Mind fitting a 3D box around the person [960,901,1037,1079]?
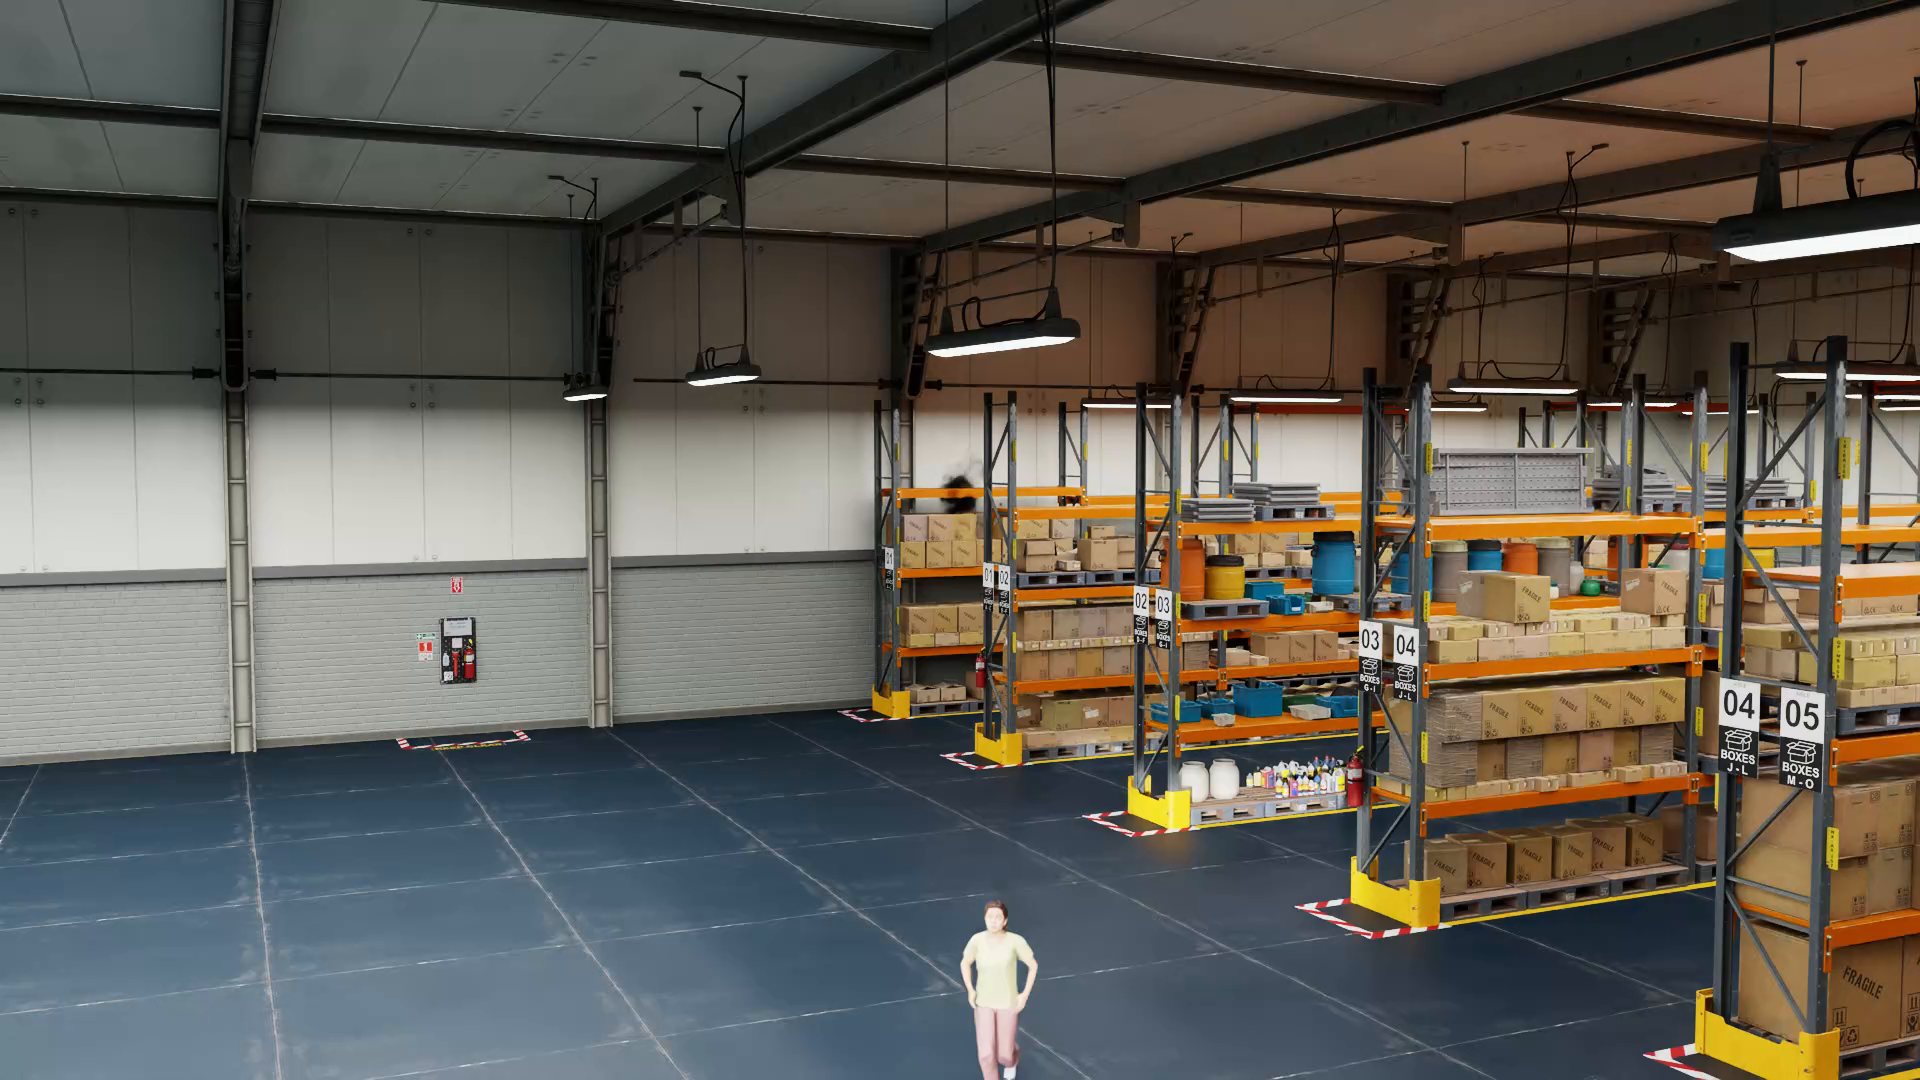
[{"bbox_3d":[0.301,3.598,12.972,0.605,1.633,0.642,1,3,10],"label":"person"}]
